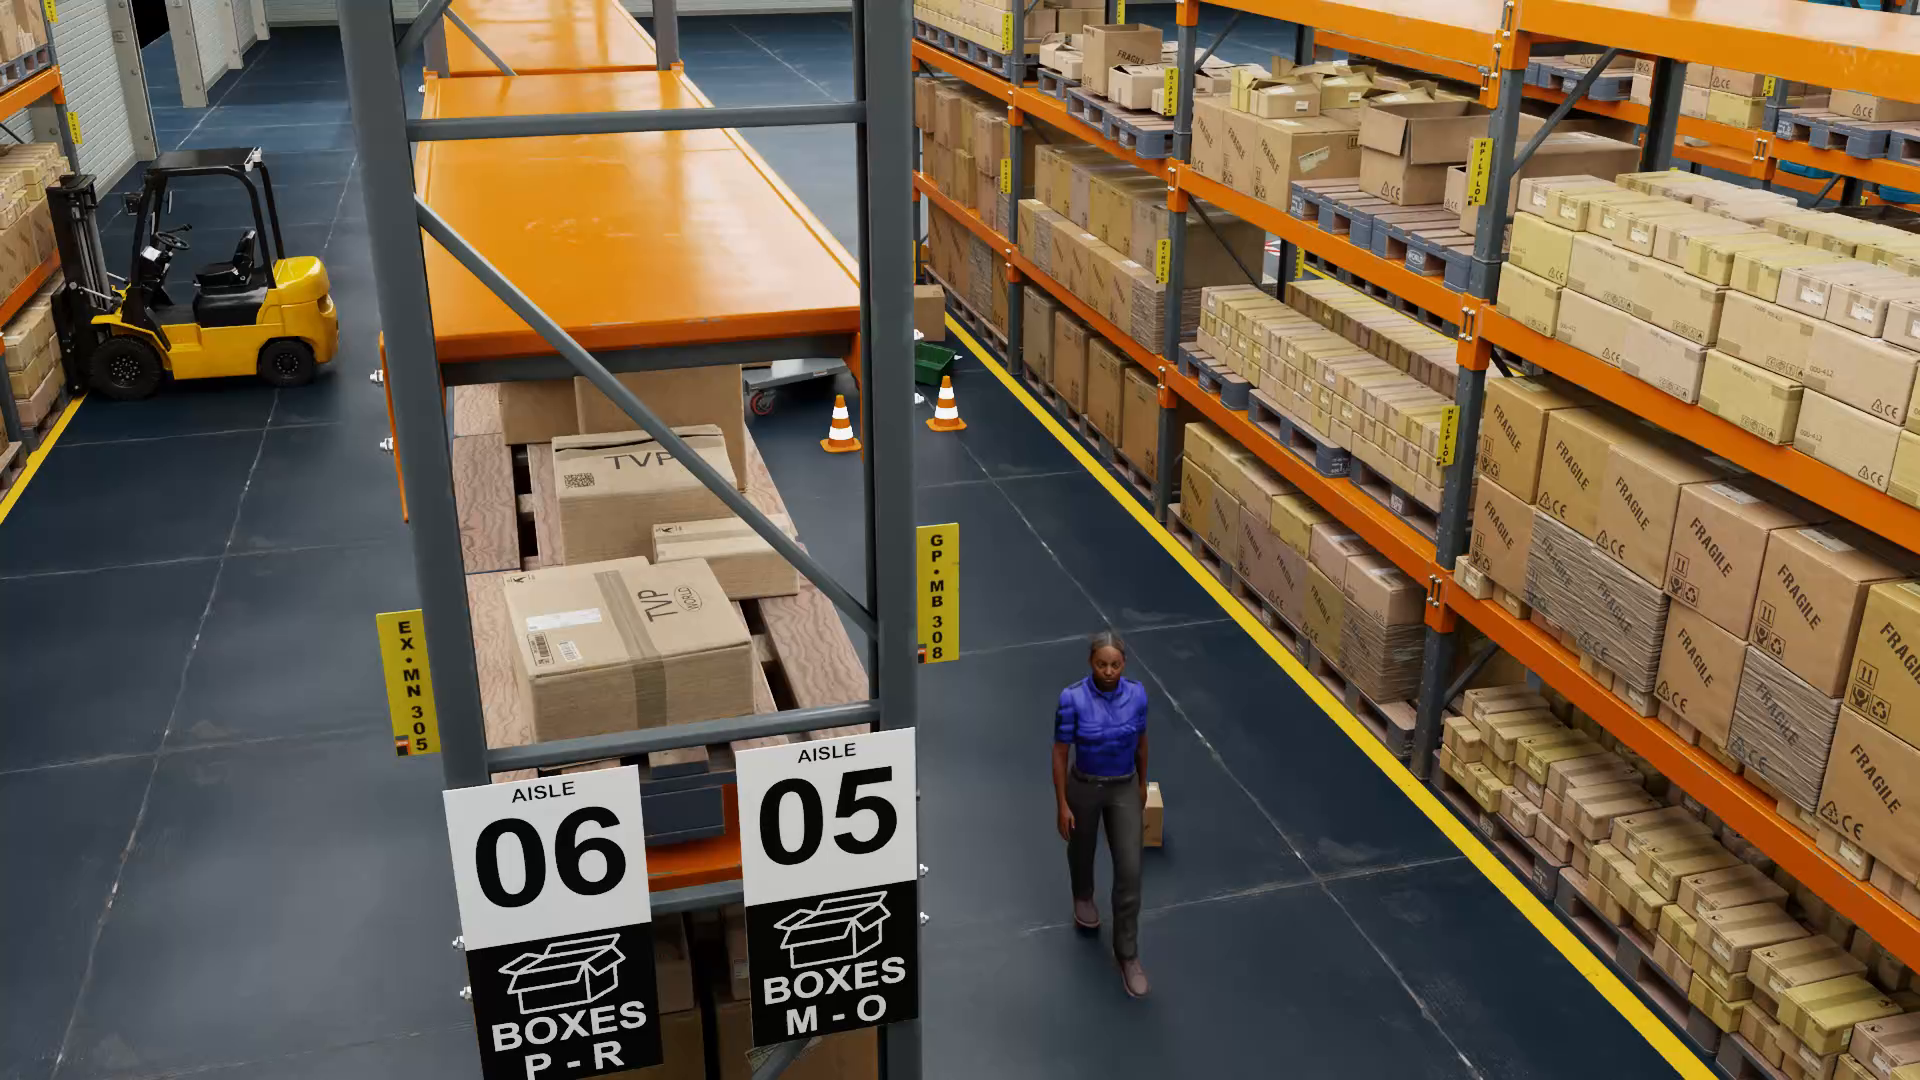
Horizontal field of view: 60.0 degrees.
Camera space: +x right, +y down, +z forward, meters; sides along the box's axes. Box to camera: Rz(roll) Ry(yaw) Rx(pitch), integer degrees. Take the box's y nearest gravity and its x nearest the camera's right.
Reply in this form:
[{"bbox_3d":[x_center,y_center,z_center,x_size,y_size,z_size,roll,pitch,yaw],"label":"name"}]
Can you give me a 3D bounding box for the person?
[{"bbox_3d":[0.669,1.232,7.770,0.486,1.676,0.781,-2,23,-4],"label":"person"}]
